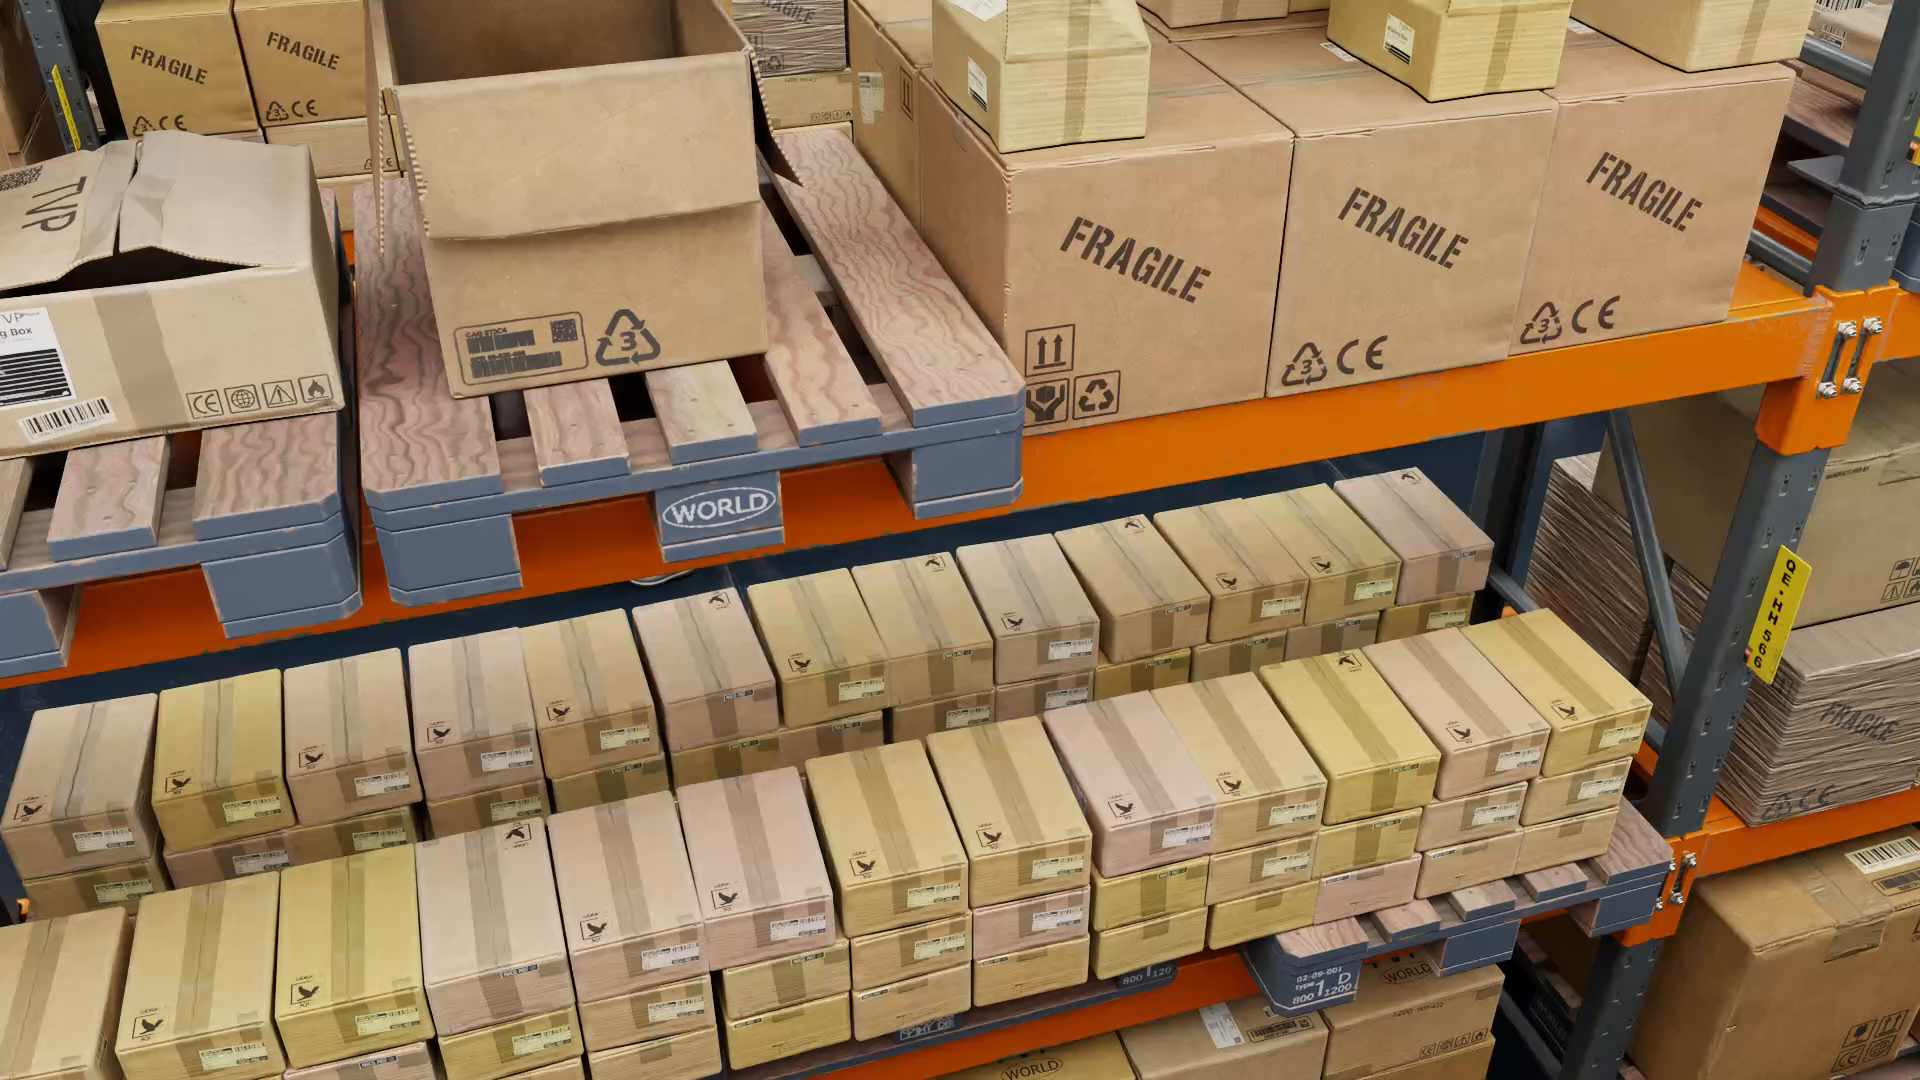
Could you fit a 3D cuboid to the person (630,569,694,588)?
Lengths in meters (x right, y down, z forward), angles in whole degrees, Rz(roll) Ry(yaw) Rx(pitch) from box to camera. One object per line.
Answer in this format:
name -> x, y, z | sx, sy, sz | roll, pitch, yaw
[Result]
person -> -1.352, -0.568, 6.979 | 0.530, 1.675, 0.416 | -11, 36, -15
